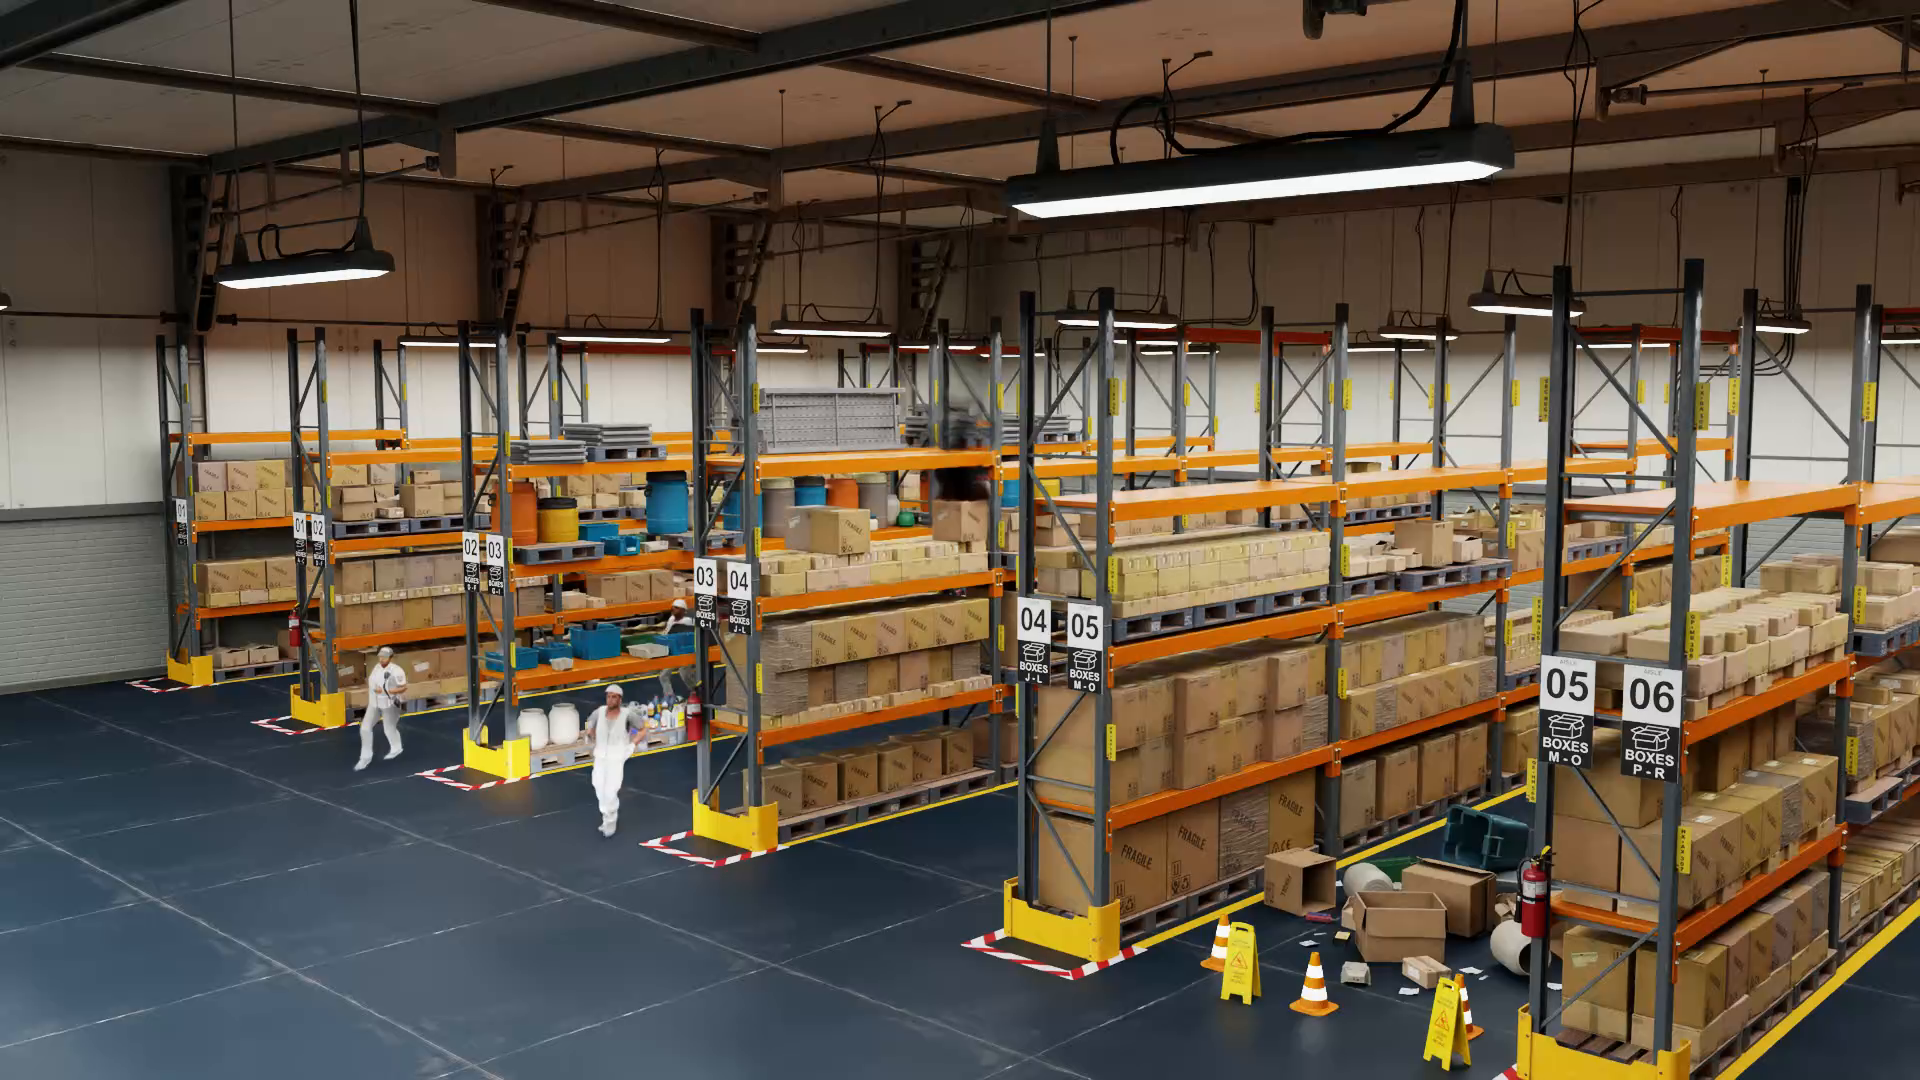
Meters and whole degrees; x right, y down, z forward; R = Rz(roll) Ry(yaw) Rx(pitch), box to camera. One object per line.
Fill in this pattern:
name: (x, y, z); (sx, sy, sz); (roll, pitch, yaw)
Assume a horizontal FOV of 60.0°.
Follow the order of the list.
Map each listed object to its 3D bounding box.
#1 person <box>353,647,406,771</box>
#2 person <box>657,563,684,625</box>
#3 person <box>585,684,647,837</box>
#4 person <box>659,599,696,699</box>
person: (-7.739, 2.259, 22.498); (0.665, 1.687, 0.772); (1, 6, 15)
person: (-5.658, 1.252, 32.204); (0.677, 1.846, 0.865); (5, 7, 44)
person: (-3.958, 2.519, 18.904); (0.659, 1.769, 0.660); (1, 5, 12)
person: (-4.412, 1.835, 26.031); (0.662, 1.839, 0.776); (4, 6, 34)
